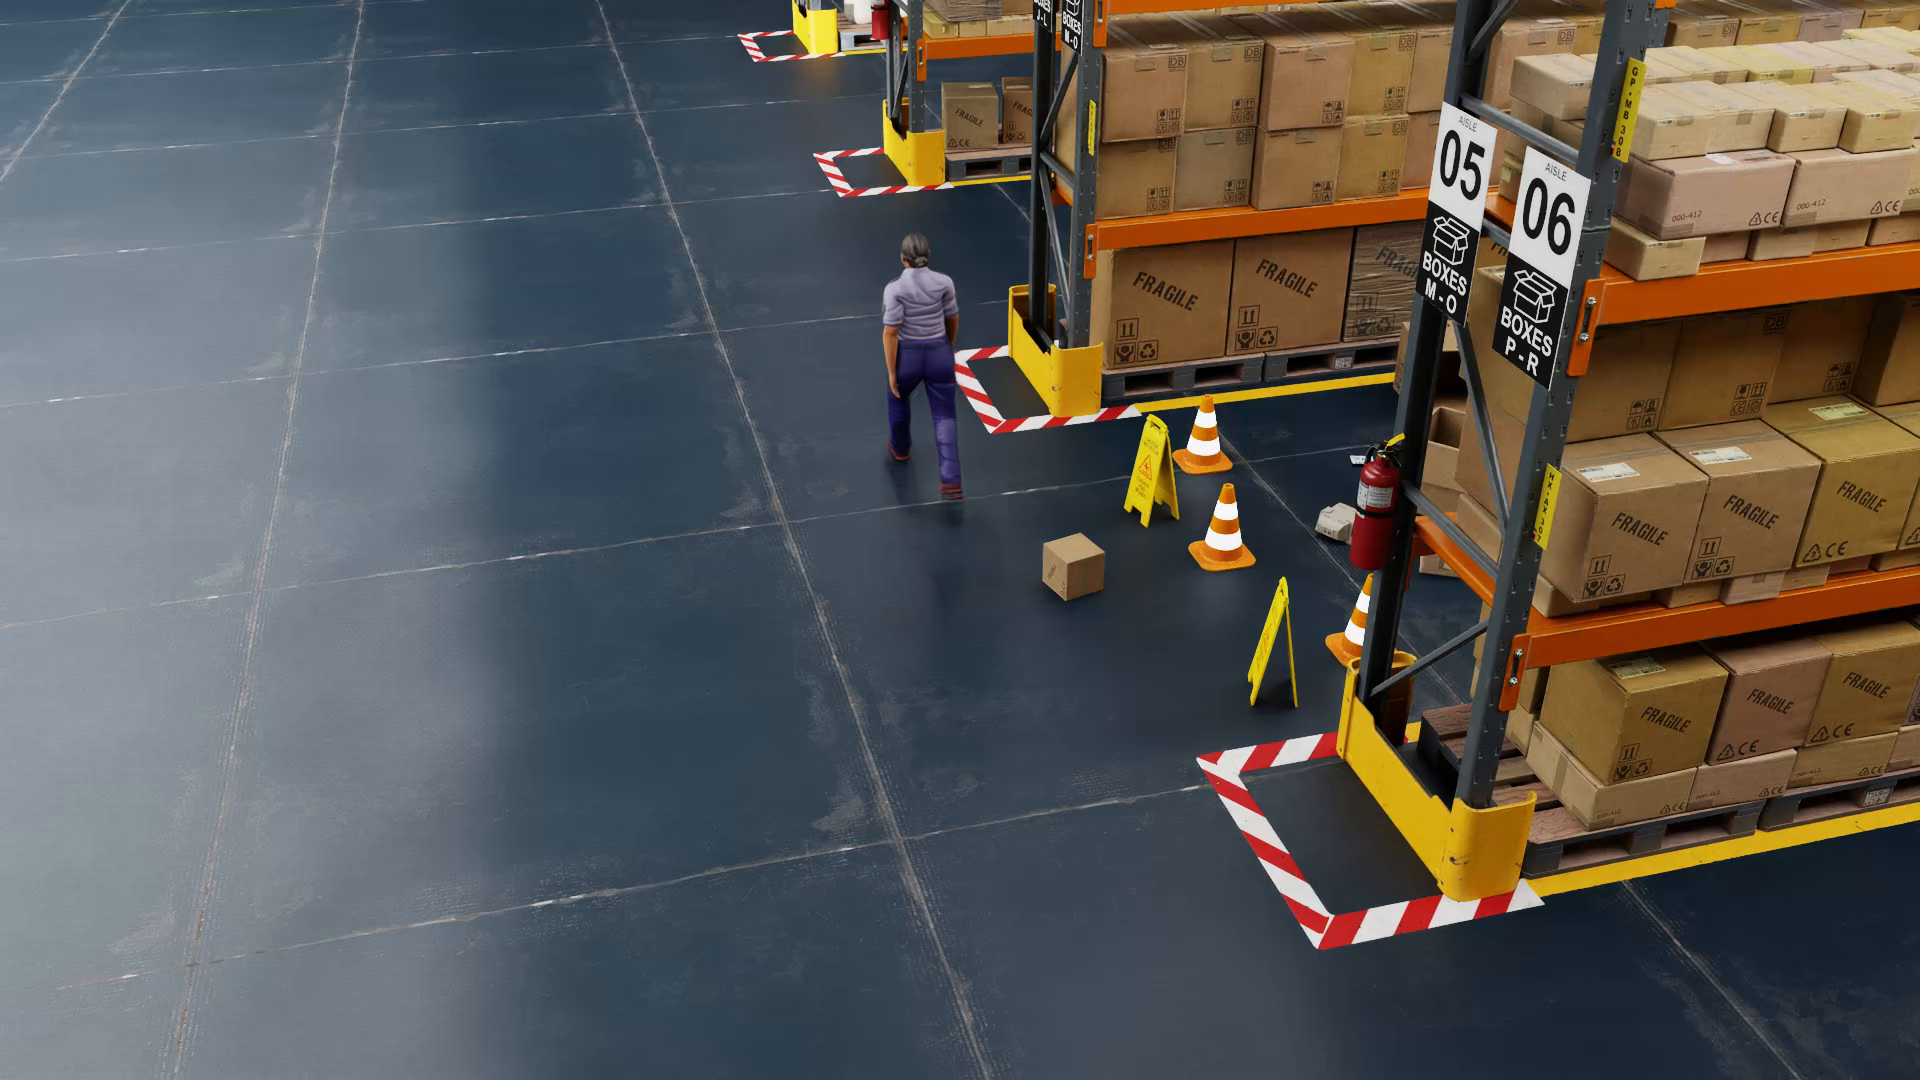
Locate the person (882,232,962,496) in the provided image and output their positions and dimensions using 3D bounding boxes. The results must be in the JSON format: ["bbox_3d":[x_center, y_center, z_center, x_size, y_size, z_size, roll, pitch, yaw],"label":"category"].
[{"bbox_3d":[-0.232,-1.084,10.089,0.486,1.588,1.044,-5,31,-9],"label":"person"}]
